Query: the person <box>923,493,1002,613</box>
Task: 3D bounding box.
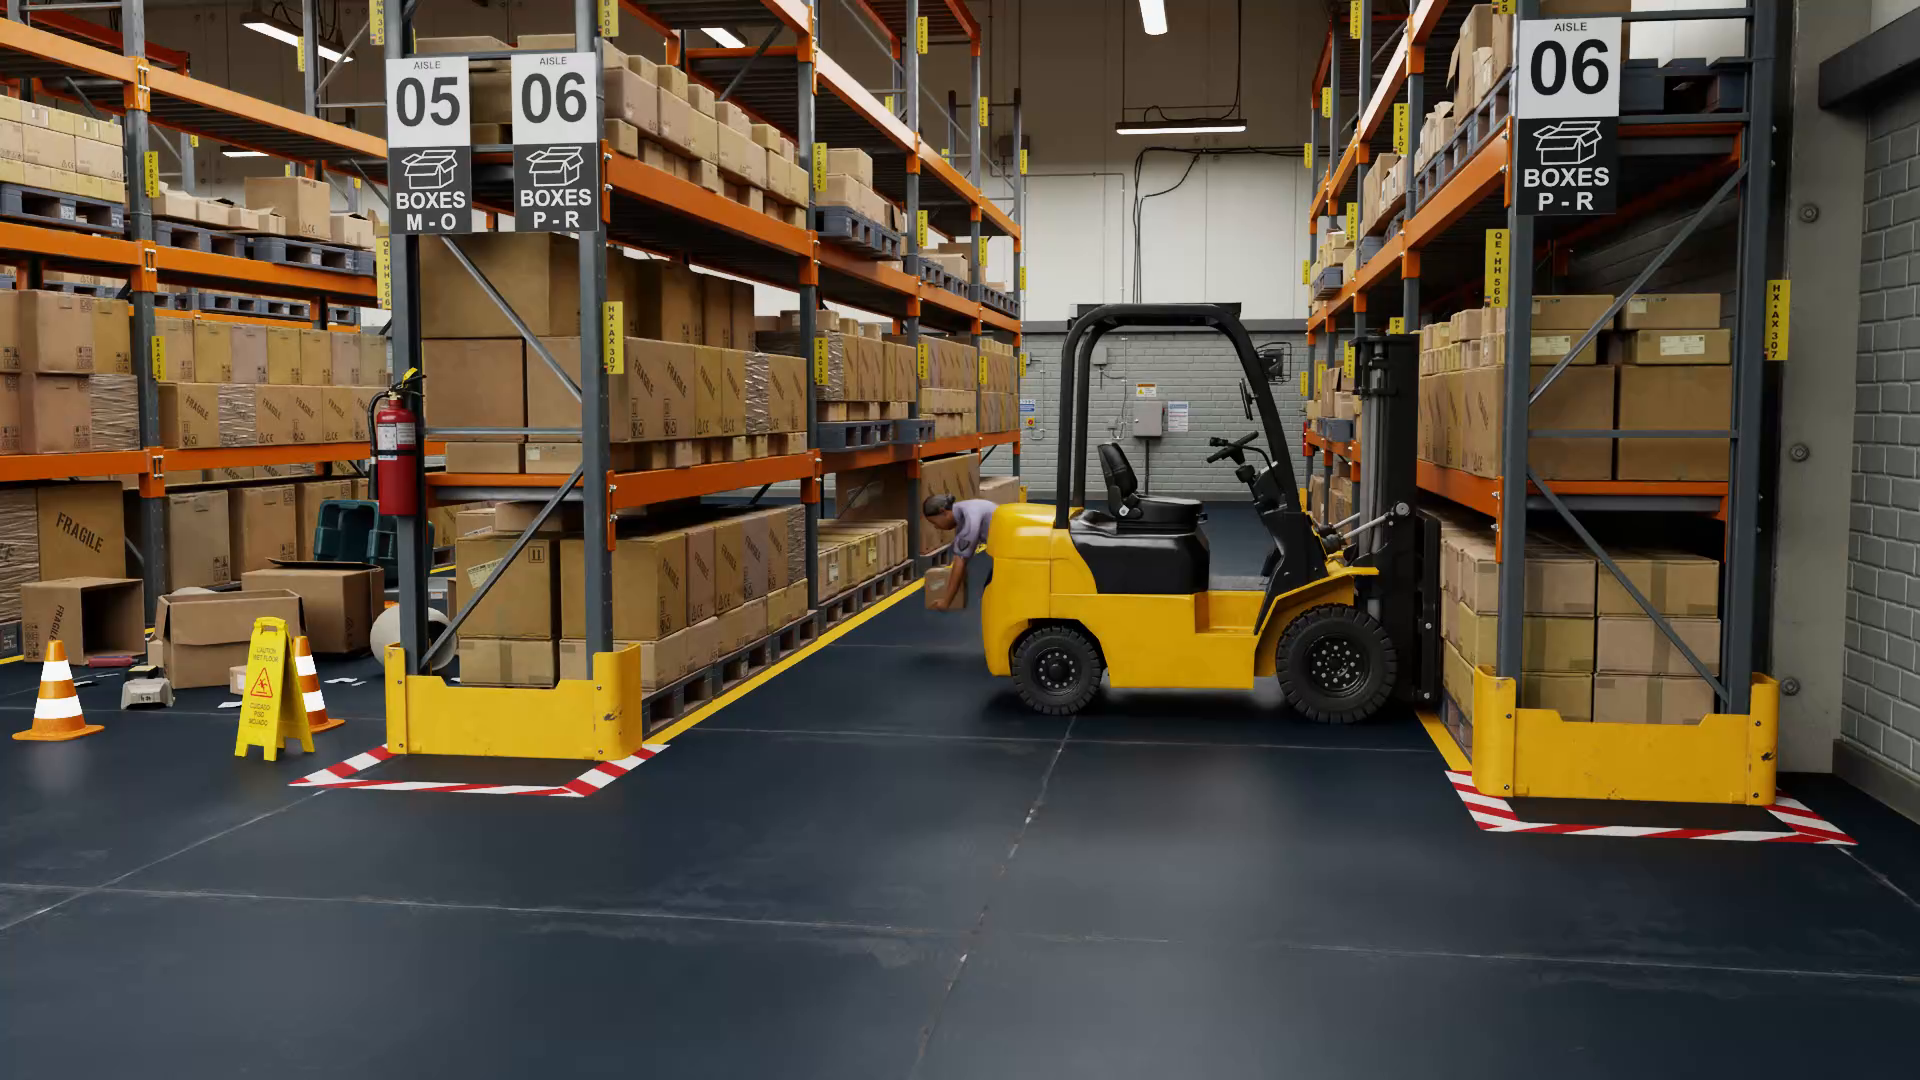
[{"bbox_3d":[0.200,0.227,10.828,0.888,1.067,0.504,0,5,-2],"label":"person"}]
